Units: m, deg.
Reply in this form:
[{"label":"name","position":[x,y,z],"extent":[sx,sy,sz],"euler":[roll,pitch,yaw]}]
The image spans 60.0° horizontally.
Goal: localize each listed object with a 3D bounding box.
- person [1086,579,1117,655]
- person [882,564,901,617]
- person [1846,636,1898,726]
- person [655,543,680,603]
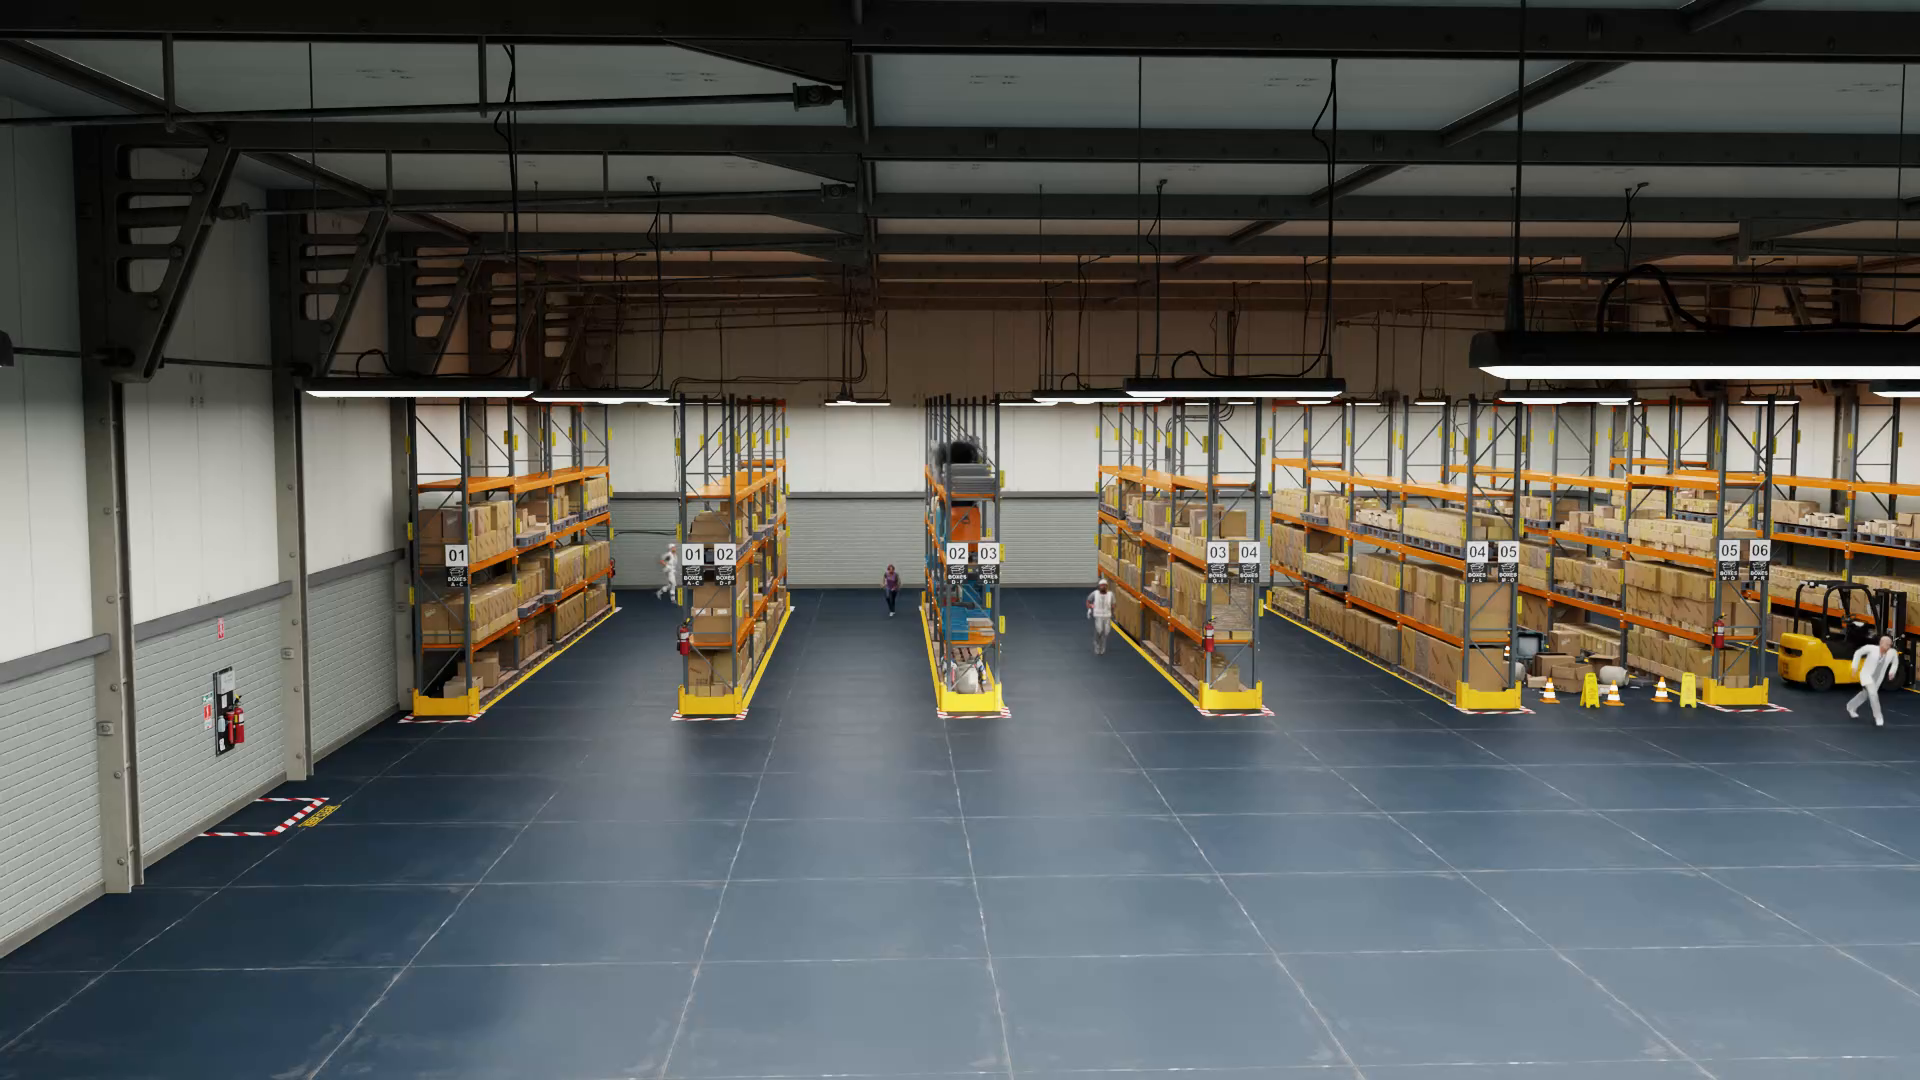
[{"label":"person","position":[3.304,1.790,38.511],"extent":[0.665,1.756,0.673],"euler":[-1,5,-8]},{"label":"person","position":[-1.869,1.363,46.003],"extent":[0.542,1.448,0.978],"euler":[1,5,6]},{"label":"person","position":[16.586,2.495,30.301],"extent":[0.710,1.612,1.121],"euler":[0,5,-1]},{"label":"person","position":[-8.572,0.979,49.208],"extent":[0.793,1.761,0.703],"euler":[2,5,22]}]
